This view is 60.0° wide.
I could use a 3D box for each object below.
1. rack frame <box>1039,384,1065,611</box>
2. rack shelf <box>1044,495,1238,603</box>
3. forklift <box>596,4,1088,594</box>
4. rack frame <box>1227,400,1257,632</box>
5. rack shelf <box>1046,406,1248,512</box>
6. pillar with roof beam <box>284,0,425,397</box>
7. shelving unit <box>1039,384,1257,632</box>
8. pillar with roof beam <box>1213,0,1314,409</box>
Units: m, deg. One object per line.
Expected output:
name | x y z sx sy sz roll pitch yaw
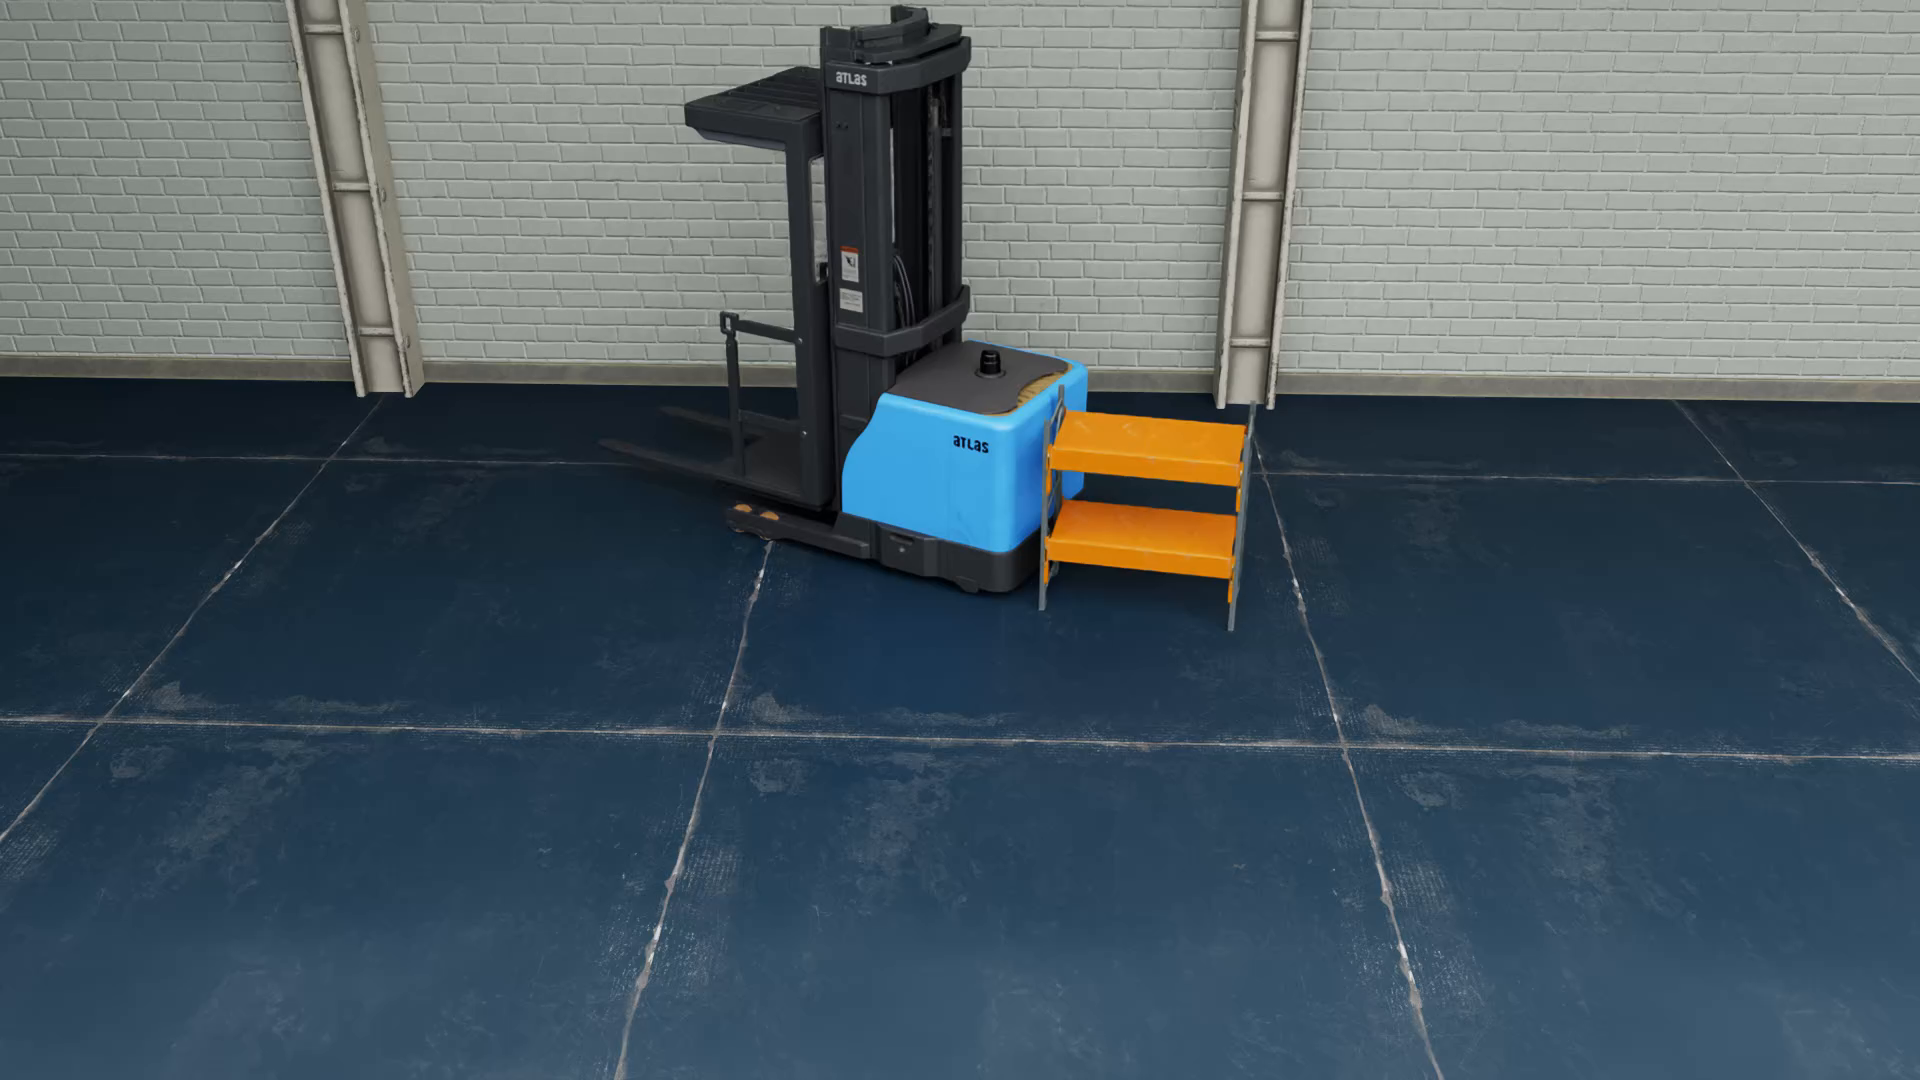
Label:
rack frame | 0.497 -0.226 8.975 0.032 1.125 0.500 6 28 11
rack shelf | 0.993 0.041 8.993 1.000 0.278 0.538 6 28 11
forklift | -0.803 -1.491 9.434 3.031 2.935 1.130 15 31 26
rack frame | 1.490 -0.124 8.782 0.032 1.125 0.500 6 28 11
rack shelf | 0.993 -0.433 8.742 1.000 0.278 0.538 6 28 11
pillar with roof beam | -4.176 -3.036 5.869 0.400 9.000 9.100 1 28 2
shelving unit | 0.993 -0.175 8.879 1.048 1.125 0.538 6 28 11
pillar with roof beam | 1.820 -2.937 5.682 0.400 9.000 9.100 1 28 2
